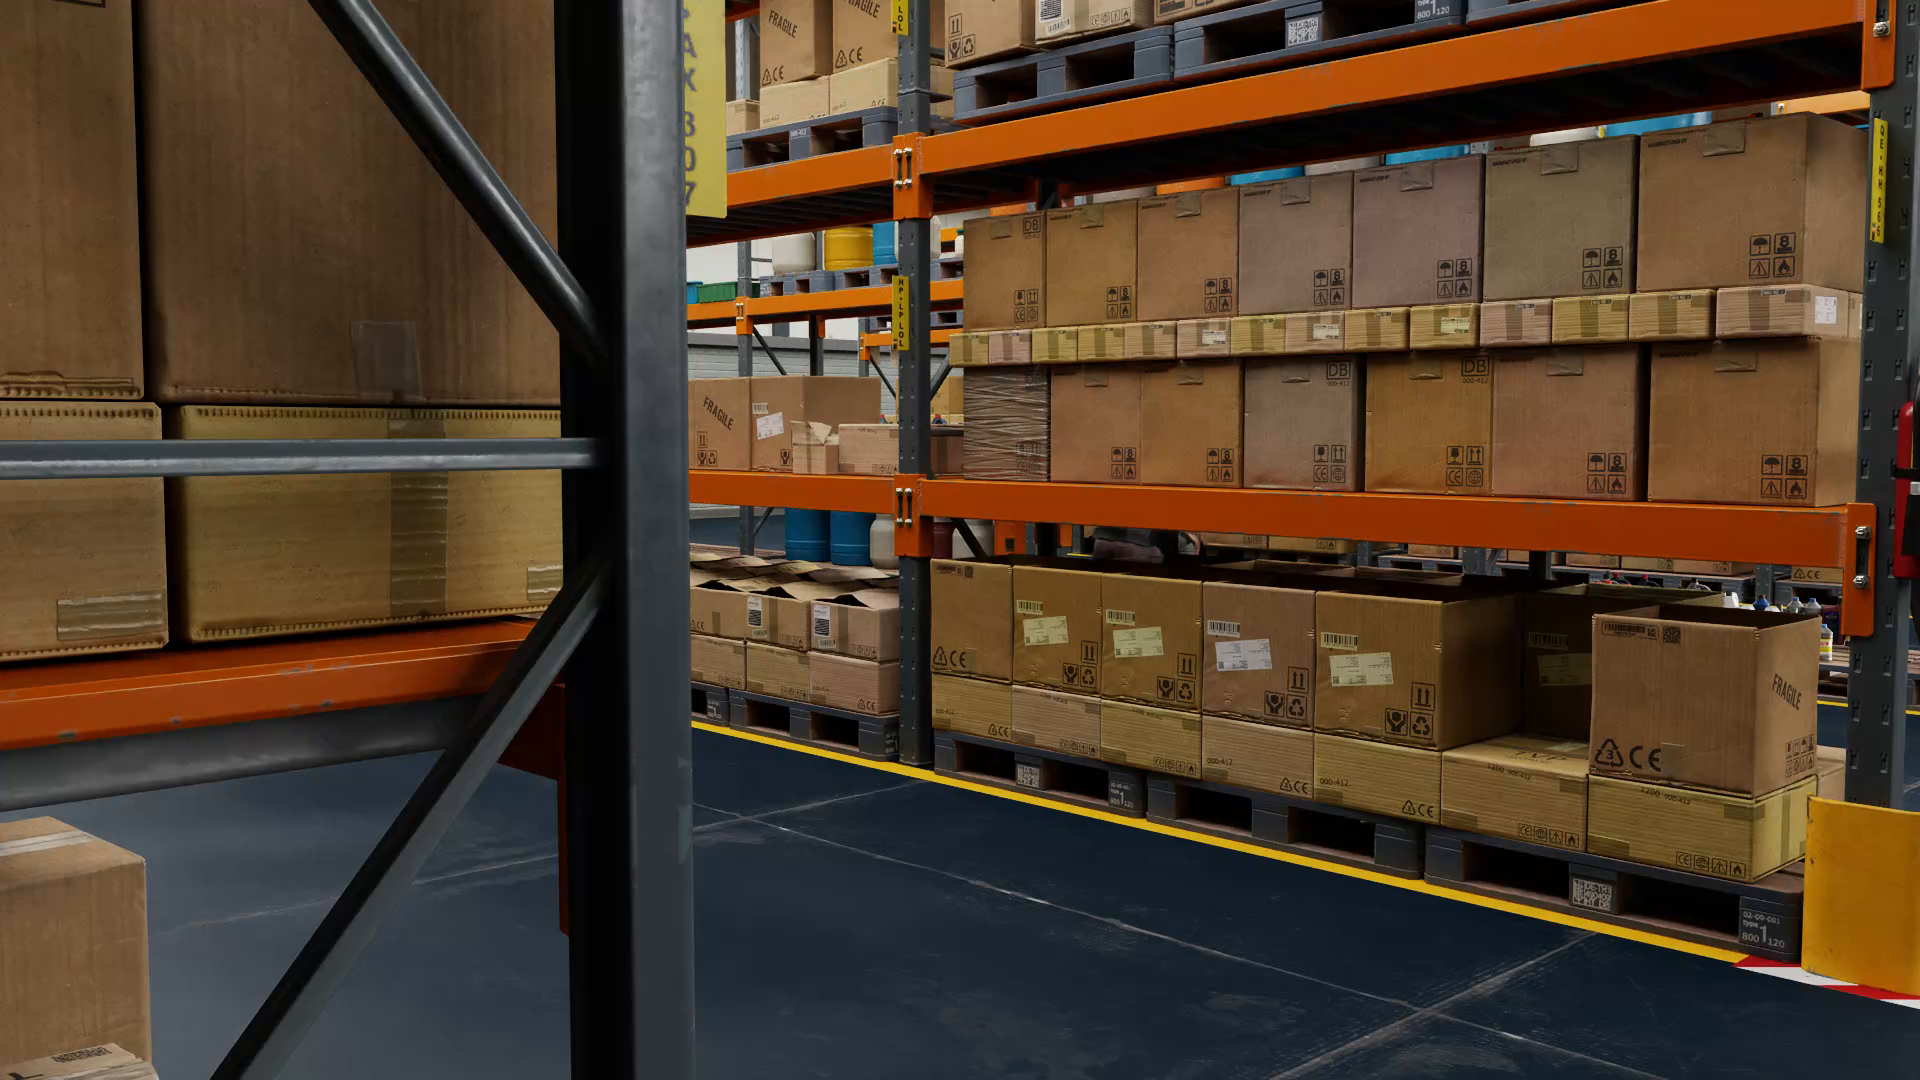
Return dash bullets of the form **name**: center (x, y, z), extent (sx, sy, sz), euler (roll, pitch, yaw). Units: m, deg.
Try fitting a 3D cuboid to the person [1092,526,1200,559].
- **person**: center (1.269, 0.283, 11.010), extent (0.493, 1.015, 0.950), euler (4, 5, 43)
